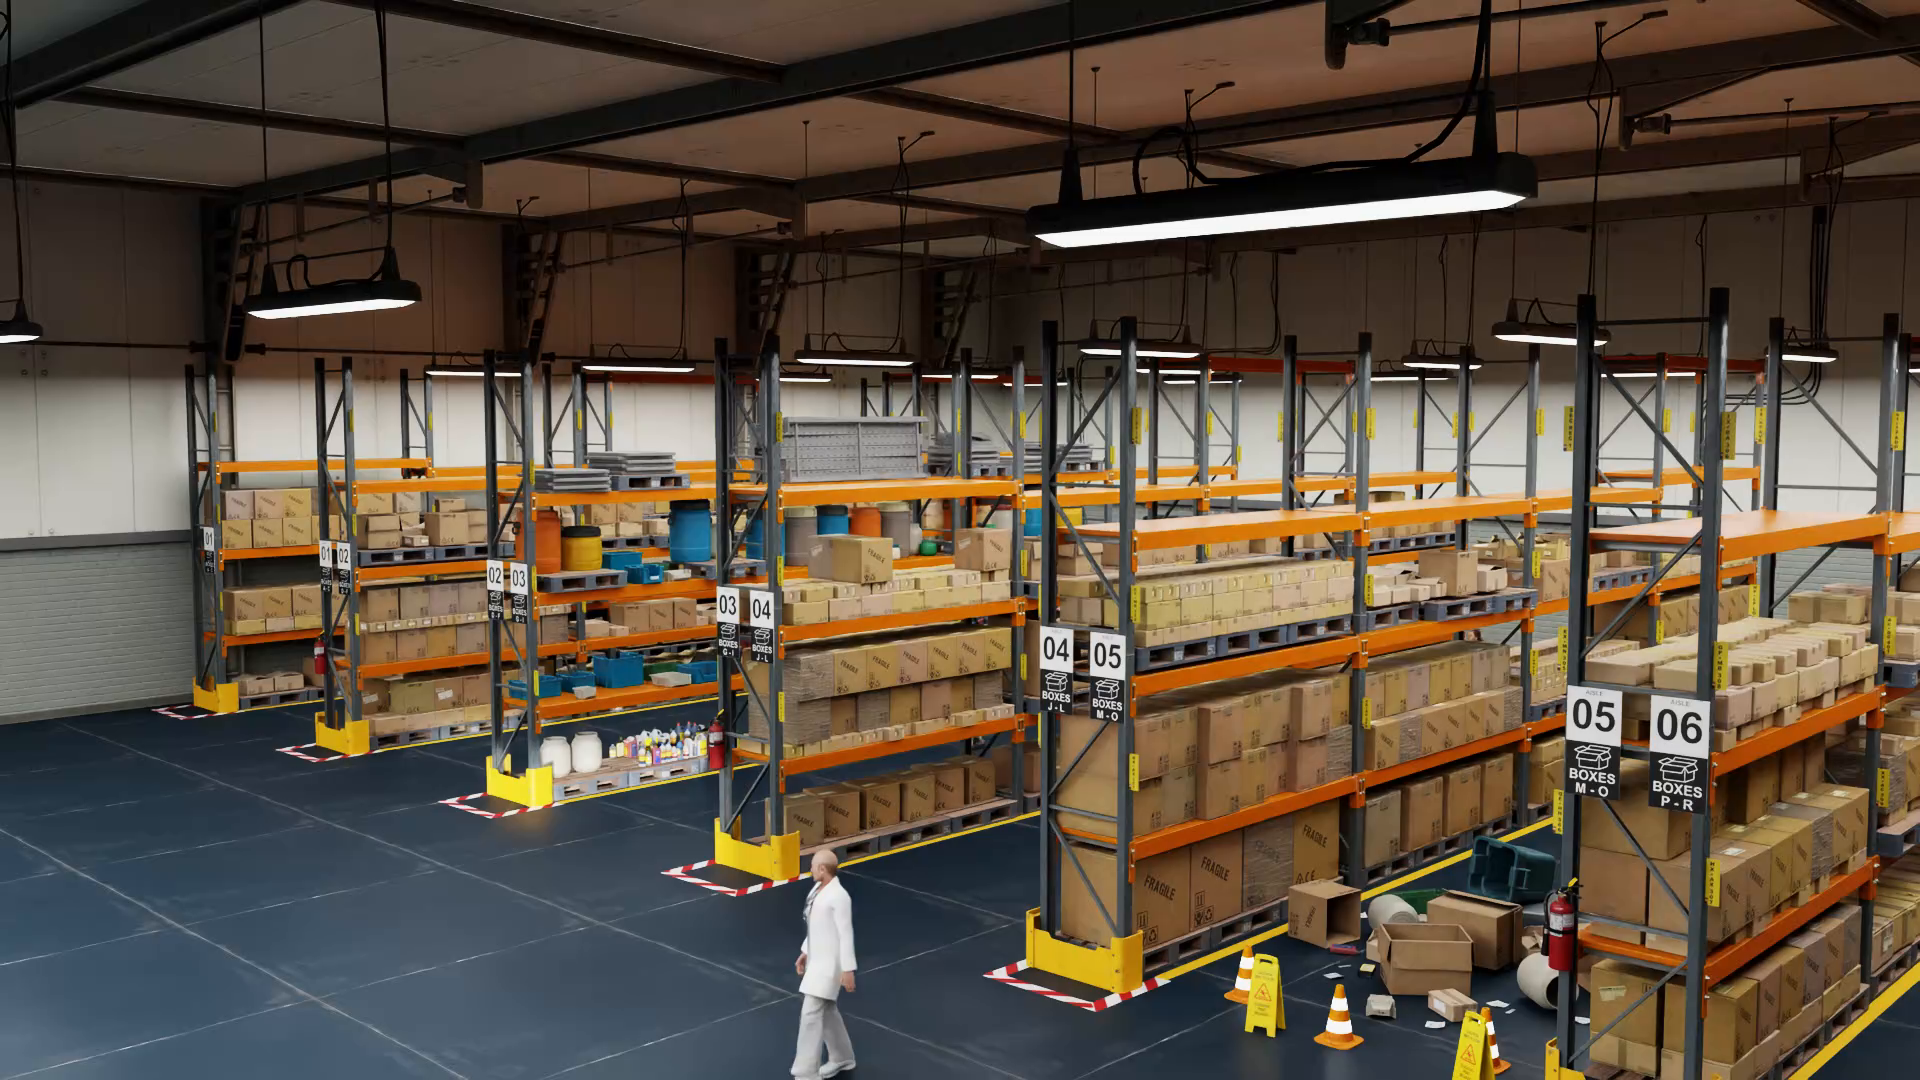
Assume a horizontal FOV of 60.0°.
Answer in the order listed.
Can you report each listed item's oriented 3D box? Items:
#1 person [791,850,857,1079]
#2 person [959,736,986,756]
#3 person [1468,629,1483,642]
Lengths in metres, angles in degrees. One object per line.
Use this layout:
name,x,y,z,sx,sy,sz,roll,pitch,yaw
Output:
person,-1.131,3.300,12.849,0.705,1.794,0.662,-1,5,-19
person,0.091,2.356,23.986,0.638,1.789,0.622,-1,5,-18
person,8.728,2.249,27.808,0.676,1.581,0.626,-3,6,-38
